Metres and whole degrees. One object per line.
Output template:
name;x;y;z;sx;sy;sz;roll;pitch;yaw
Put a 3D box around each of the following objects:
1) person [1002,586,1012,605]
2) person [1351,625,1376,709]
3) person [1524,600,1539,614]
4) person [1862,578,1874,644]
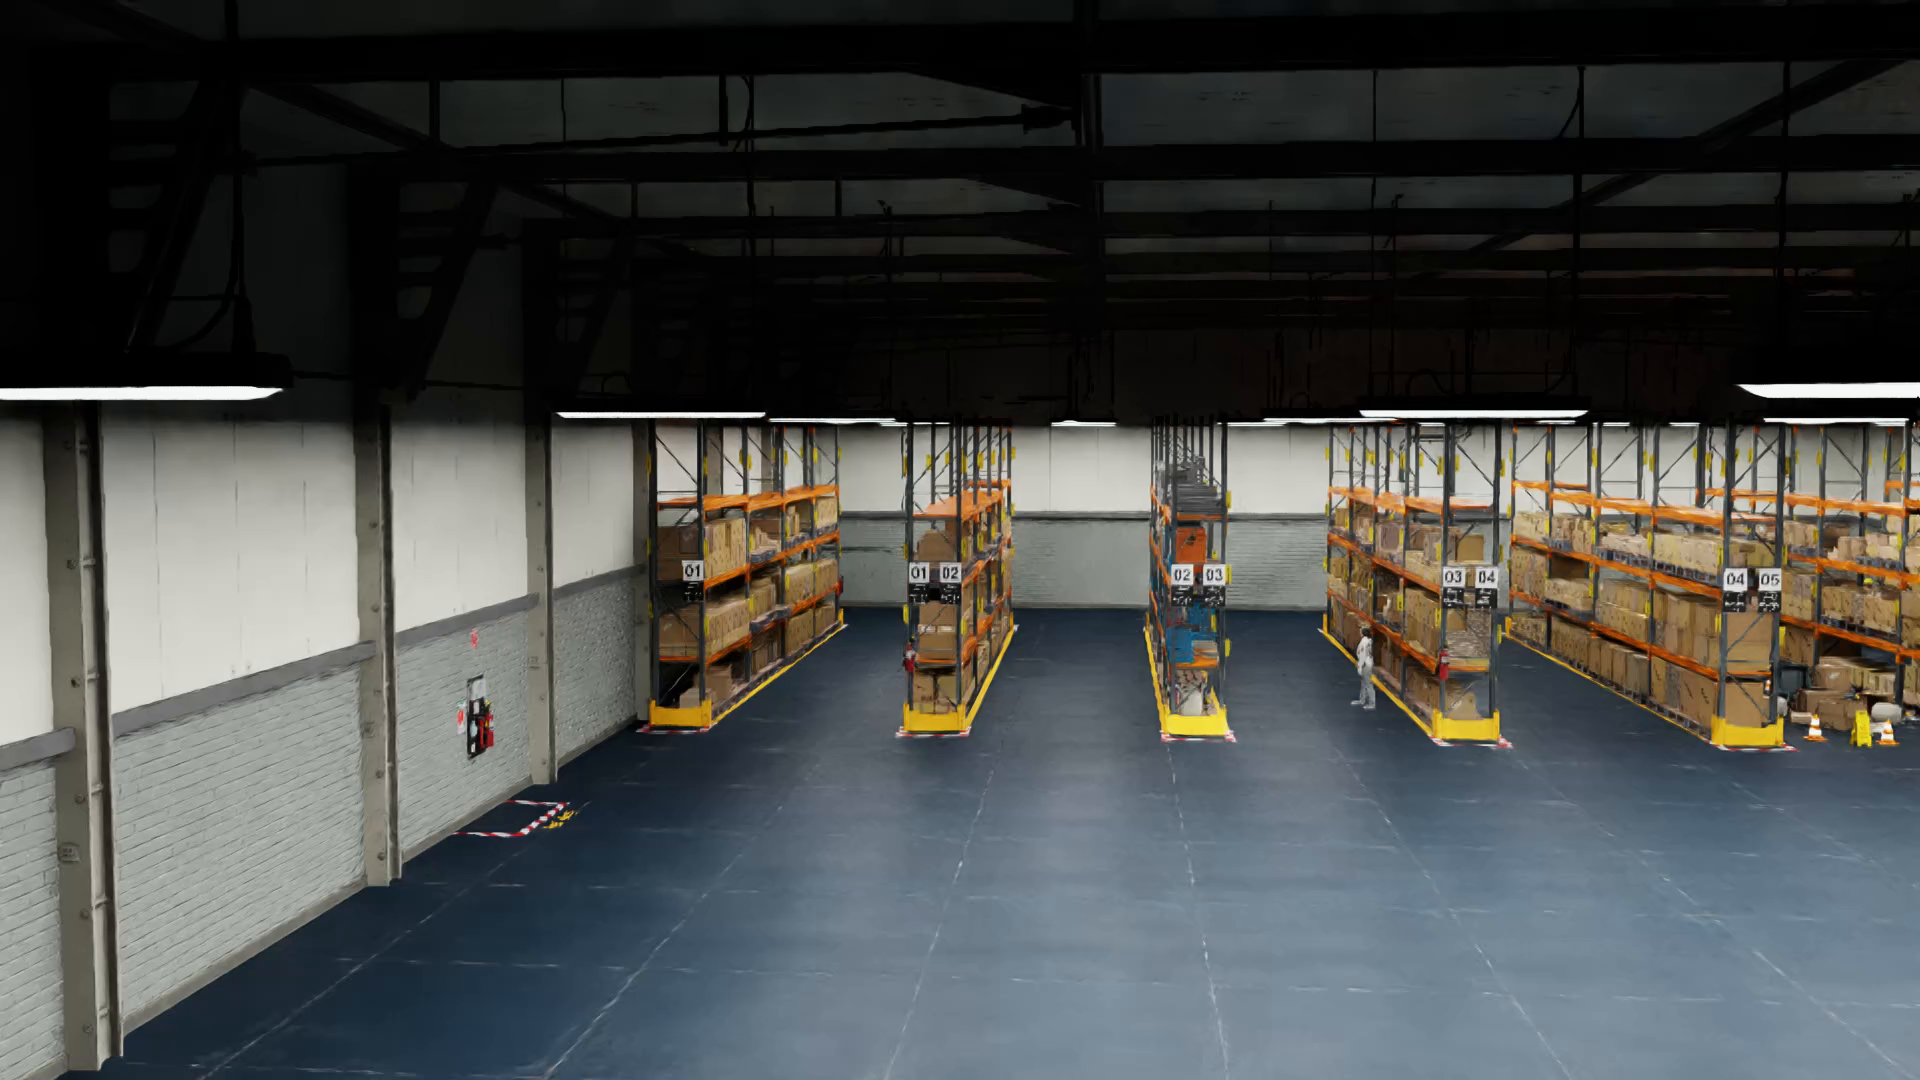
person;1.208;1.641;48.597;0.502;1.676;0.649;3;5;36
person;8.272;2.584;34.060;0.561;1.663;0.591;2;4;25
person;16.509;1.639;47.731;0.543;1.795;0.625;-2;5;-32
person;23.928;1.886;43.802;0.471;1.761;0.626;1;4;9
